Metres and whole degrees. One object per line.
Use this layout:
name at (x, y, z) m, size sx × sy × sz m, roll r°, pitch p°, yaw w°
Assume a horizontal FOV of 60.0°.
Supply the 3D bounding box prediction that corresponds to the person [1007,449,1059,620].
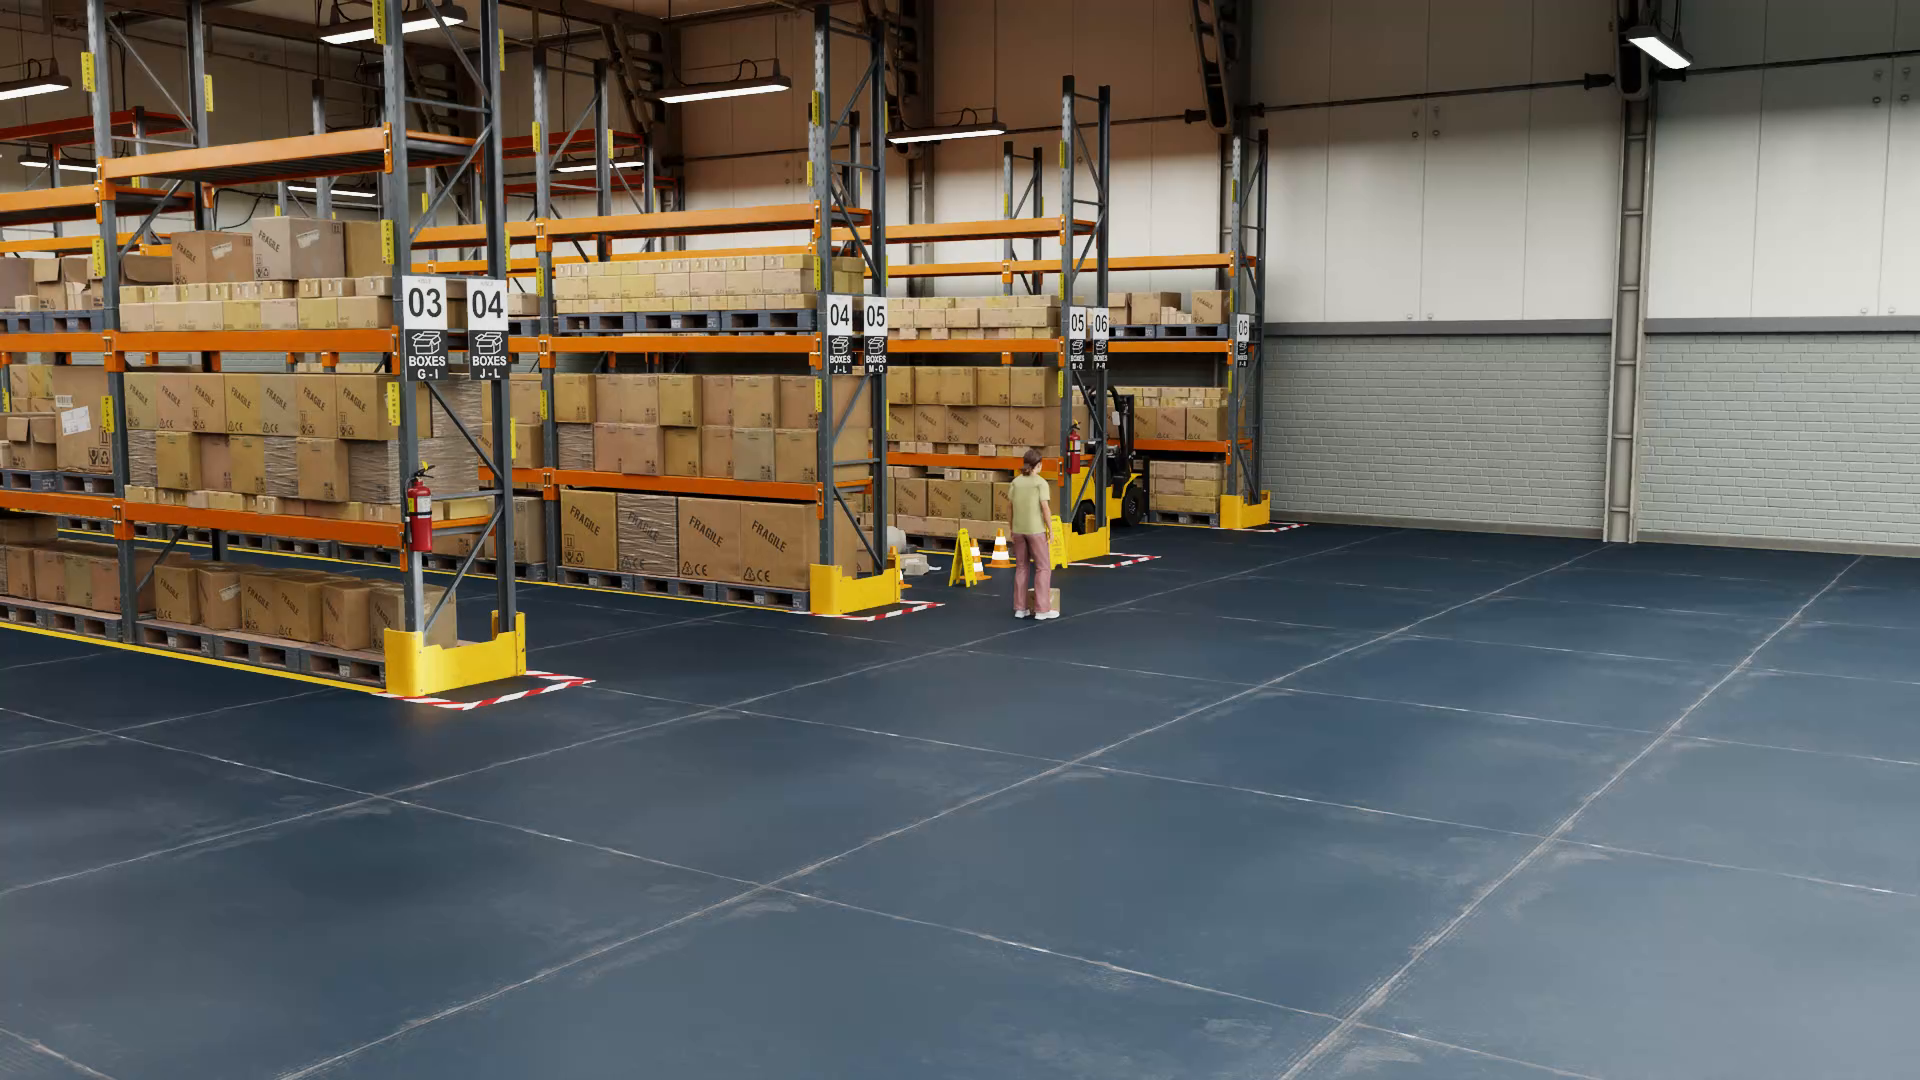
person at (0.708, -0.060, 16.506) m, size 0.499 × 1.673 × 0.356 m, roll 4°, pitch 8°, yaw 34°
